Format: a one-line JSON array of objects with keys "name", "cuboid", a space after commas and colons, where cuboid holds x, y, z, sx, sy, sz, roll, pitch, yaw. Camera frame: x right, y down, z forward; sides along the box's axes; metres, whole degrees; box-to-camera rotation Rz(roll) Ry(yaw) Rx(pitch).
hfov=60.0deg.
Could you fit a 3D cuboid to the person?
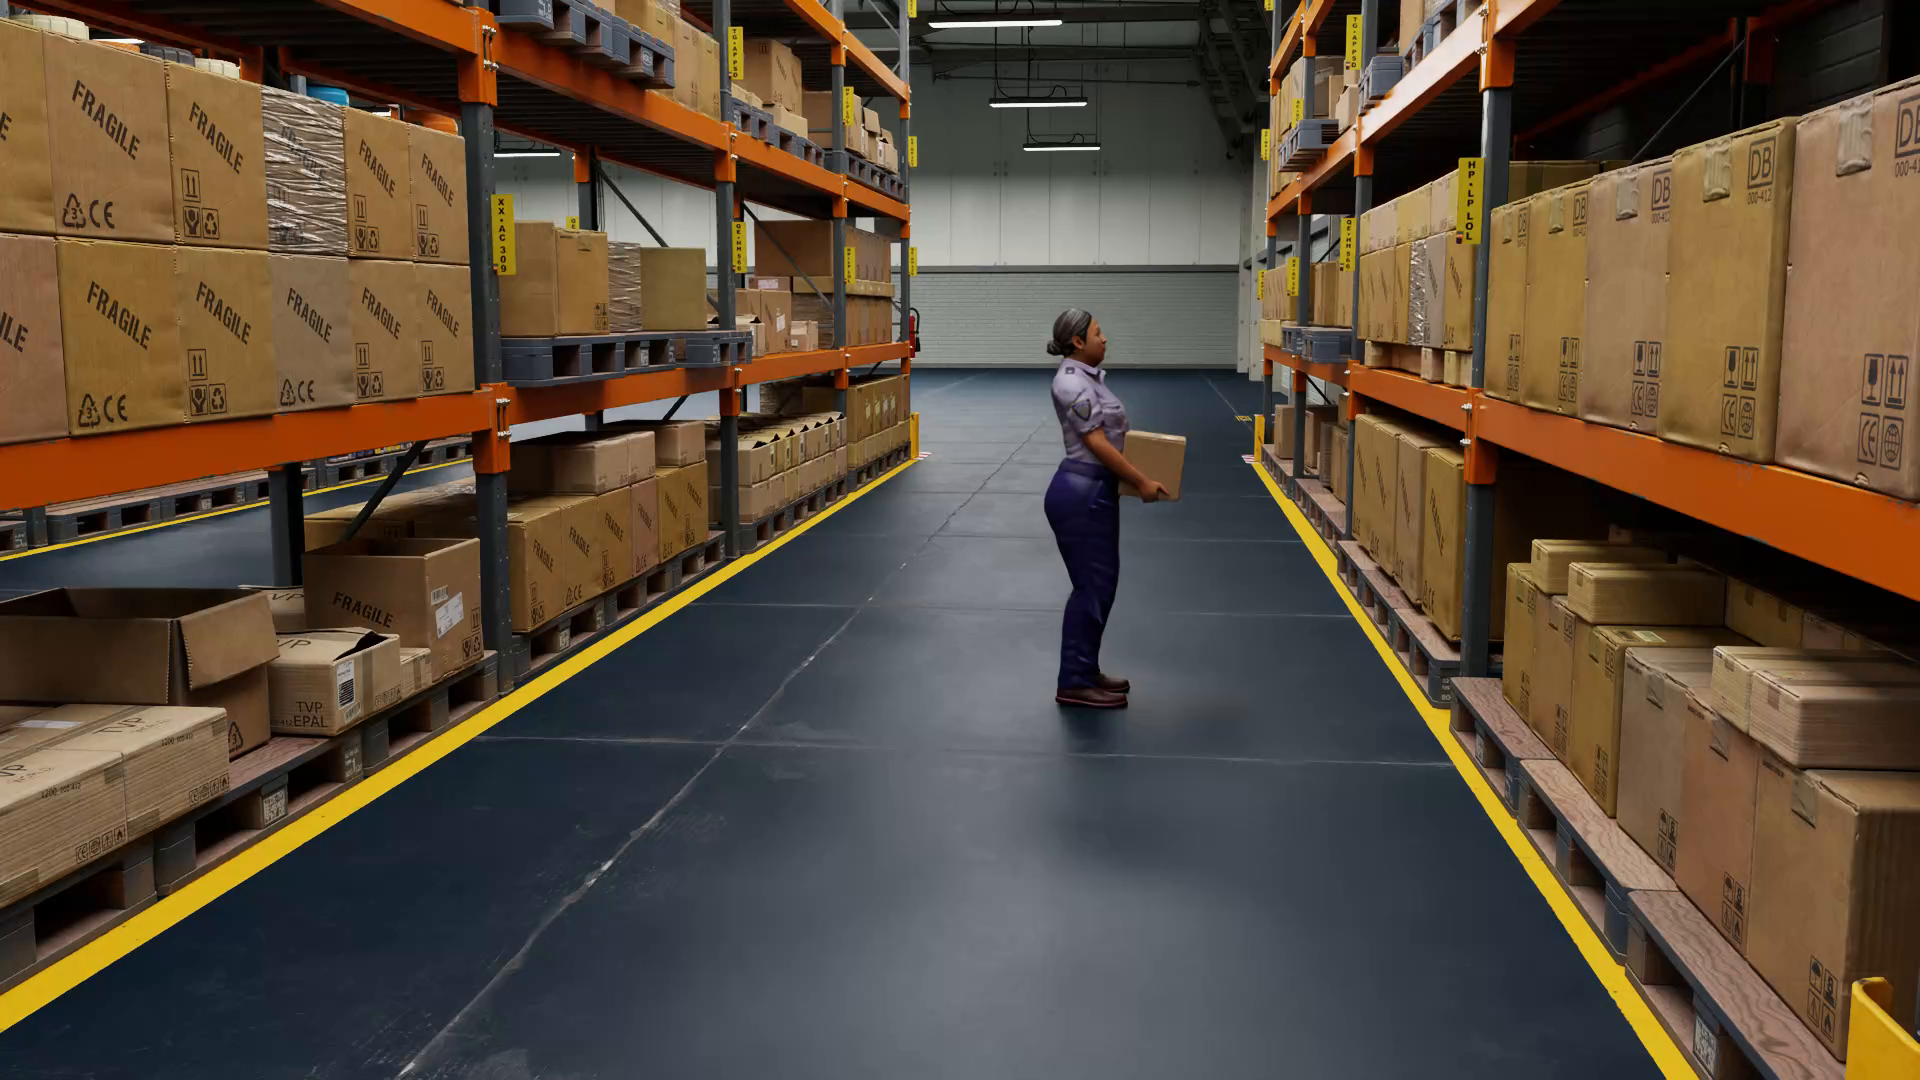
[{"name": "person", "cuboid": [0.614, -0.141, 6.940, 0.517, 1.637, 0.453, 1, 8, 7]}]
